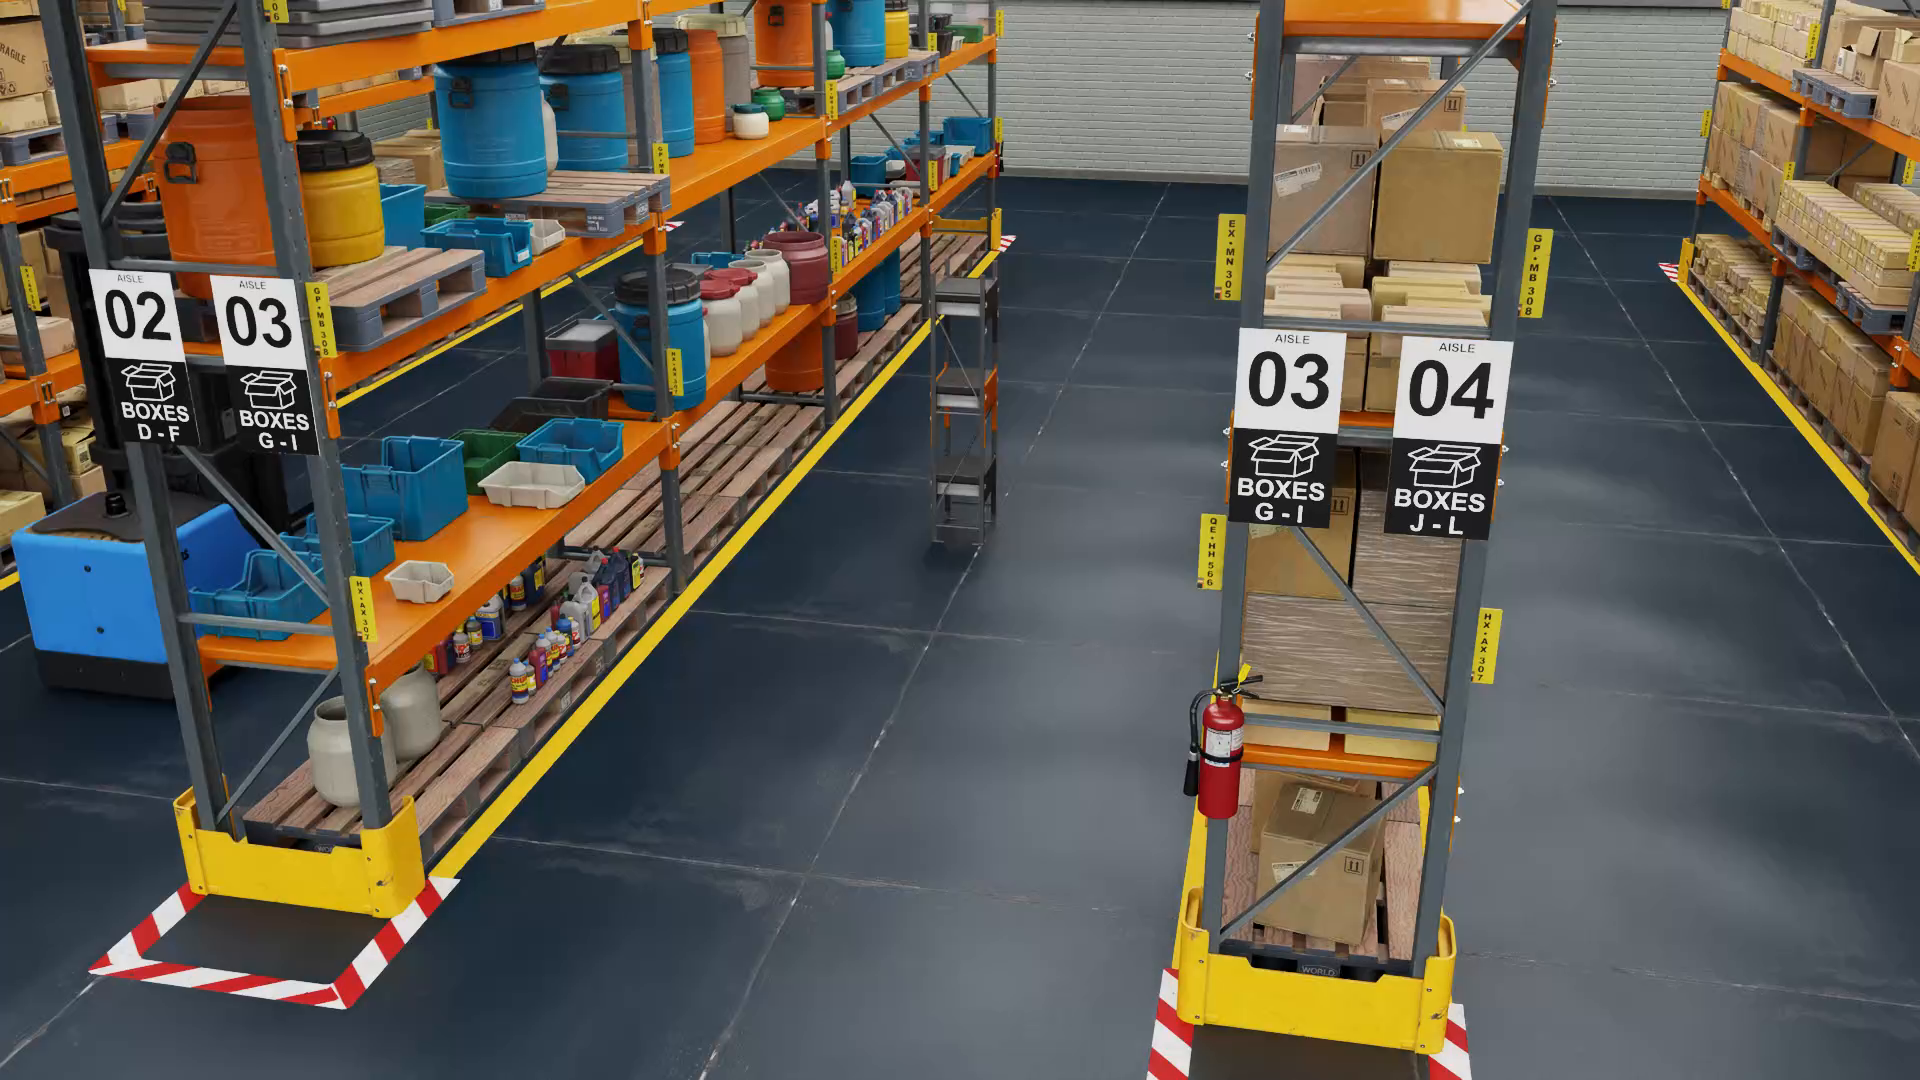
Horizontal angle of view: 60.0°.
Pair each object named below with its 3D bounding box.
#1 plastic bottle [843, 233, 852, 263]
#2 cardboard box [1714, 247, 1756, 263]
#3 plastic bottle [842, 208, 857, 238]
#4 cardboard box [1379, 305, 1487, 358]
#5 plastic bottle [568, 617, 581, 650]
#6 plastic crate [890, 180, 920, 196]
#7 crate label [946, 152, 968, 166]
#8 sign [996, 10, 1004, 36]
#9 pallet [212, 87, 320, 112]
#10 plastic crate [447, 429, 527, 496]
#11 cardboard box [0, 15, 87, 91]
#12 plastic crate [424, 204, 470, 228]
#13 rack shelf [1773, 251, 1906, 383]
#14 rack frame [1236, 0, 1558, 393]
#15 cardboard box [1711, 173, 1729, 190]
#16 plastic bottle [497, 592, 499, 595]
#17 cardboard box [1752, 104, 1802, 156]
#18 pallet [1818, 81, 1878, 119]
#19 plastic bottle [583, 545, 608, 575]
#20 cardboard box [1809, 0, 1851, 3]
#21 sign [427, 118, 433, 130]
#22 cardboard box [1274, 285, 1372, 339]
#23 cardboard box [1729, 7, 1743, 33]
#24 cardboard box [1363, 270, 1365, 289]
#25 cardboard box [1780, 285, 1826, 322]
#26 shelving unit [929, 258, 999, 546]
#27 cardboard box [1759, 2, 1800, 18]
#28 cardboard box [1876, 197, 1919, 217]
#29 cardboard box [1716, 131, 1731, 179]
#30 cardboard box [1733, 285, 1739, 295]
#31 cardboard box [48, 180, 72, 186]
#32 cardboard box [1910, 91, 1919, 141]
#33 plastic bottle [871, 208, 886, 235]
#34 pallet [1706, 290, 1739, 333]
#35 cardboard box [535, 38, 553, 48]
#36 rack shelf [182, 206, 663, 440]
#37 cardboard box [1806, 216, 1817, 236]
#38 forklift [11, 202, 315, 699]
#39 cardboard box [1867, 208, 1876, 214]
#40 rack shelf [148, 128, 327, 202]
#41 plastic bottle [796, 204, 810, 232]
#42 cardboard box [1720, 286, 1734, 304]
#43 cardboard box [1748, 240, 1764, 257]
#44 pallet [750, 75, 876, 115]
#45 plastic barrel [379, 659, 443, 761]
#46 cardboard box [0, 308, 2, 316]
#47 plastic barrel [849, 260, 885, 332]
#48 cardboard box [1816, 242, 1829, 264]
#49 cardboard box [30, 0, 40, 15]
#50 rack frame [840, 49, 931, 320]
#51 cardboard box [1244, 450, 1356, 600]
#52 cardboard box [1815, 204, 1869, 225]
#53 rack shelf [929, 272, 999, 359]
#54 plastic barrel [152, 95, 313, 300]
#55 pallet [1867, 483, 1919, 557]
[{"bbox_3d":[-1.085,-2.815,15.983,0.061,0.283,0.133,4,22,11],"label":"plastic bottle"},{"bbox_3d":[9.136,-3.347,19.606,0.380,0.149,0.250,3,22,8],"label":"cardboard box"},{"bbox_3d":[-1.108,-3.159,16.748,0.144,0.351,0.185,4,22,11],"label":"plastic bottle"},{"bbox_3d":[1.843,-0.807,6.494,0.380,0.149,0.250,4,22,11],"label":"cardboard box"},{"bbox_3d":[-2.461,0.587,10.539,0.097,0.201,0.097,0,22,0],"label":"plastic bottle"},{"bbox_3d":[-0.605,-4.048,19.163,0.396,0.136,0.243,4,22,11],"label":"plastic crate"},{"bbox_3d":[-0.119,-4.831,21.107,0.396,0.136,0.243,4,22,11],"label":"crate label"},{"bbox_3d":[0.518,-6.753,21.731,0.100,0.325,0.005,4,22,11],"label":"sign"},{"bbox_3d":[-6.555,-3.948,14.879,1.213,0.211,1.003,6,23,13],"label":"pallet"},{"bbox_3d":[-3.026,-0.484,10.325,0.450,0.188,0.662,4,22,11],"label":"plastic crate"},{"bbox_3d":[-7.063,-3.734,12.729,0.500,0.500,0.500,7,23,16],"label":"cardboard box"},{"bbox_3d":[-3.061,-1.794,9.562,0.336,0.188,0.450,4,22,11],"label":"plastic crate"},{"bbox_3d":[8.436,-2.126,15.079,1.077,0.370,4.000,4,22,11],"label":"rack shelf"},{"bbox_3d":[1.560,-2.000,5.774,1.000,3.000,0.127,4,22,11],"label":"rack frame"},{"bbox_3d":[9.154,-4.253,19.735,0.380,0.149,0.250,4,22,9],"label":"cardboard box"},{"bbox_3d":[-3.075,0.393,10.925,0.097,0.271,0.097,0,22,0],"label":"plastic bottle"},{"bbox_3d":[8.894,-4.407,17.910,0.500,0.500,0.500,5,22,12],"label":"cardboard box"},{"bbox_3d":[8.405,-3.898,14.753,1.213,0.211,1.003,4,22,11],"label":"pallet"},{"bbox_3d":[-2.463,0.214,11.265,0.144,0.351,0.185,4,22,11],"label":"plastic bottle"},{"bbox_3d":[9.734,-5.967,18.637,0.380,0.149,0.250,5,22,12],"label":"cardboard box"},{"bbox_3d":[-6.221,-4.802,19.604,0.100,0.325,0.005,4,22,11],"label":"sign"},{"bbox_3d":[1.479,-0.935,6.813,0.380,0.149,0.250,4,22,9],"label":"cardboard box"},{"bbox_3d":[9.314,-6.063,19.409,0.500,0.250,0.500,5,22,12],"label":"cardboard box"},{"bbox_3d":[1.622,-1.104,7.766,0.500,0.250,0.500,5,22,12],"label":"cardboard box"},{"bbox_3d":[8.435,-2.324,16.388,0.500,0.250,0.500,3,22,9],"label":"cardboard box"},{"bbox_3d":[0.034,-1.035,12.612,0.431,2.100,0.503,4,22,11],"label":"shelving unit"},{"bbox_3d":[9.028,-5.825,18.285,0.380,0.149,0.250,5,23,13],"label":"cardboard box"},{"bbox_3d":[8.791,-3.095,15.500,0.380,0.149,0.250,4,22,11],"label":"cardboard box"},{"bbox_3d":[9.214,-4.497,19.473,0.500,0.500,0.500,5,22,11],"label":"cardboard box"},{"bbox_3d":[8.932,-2.815,18.684,0.380,0.149,0.250,3,22,8],"label":"cardboard box"},{"bbox_3d":[-10.591,-4.374,19.140,0.500,0.500,0.500,4,22,11],"label":"cardboard box"},{"bbox_3d":[7.896,-3.394,13.116,0.500,0.500,0.500,4,22,11],"label":"cardboard box"},{"bbox_3d":[-0.856,-3.305,17.211,0.152,0.276,0.135,4,22,11],"label":"plastic bottle"},{"bbox_3d":[9.193,-2.593,19.010,1.003,0.211,1.213,4,22,11],"label":"pallet"},{"bbox_3d":[-5.241,-6.026,19.986,0.500,0.250,0.500,4,22,11],"label":"cardboard box"},{"bbox_3d":[-2.880,-1.384,9.222,1.077,0.370,4.000,4,22,11],"label":"rack shelf"},{"bbox_3d":[8.105,-2.915,15.451,0.380,0.149,0.250,5,23,13],"label":"cardboard box"},{"bbox_3d":[-4.961,-0.899,11.163,1.130,2.935,3.031,5,22,12],"label":"forklift"},{"bbox_3d":[8.850,-3.059,15.811,0.380,0.149,0.250,5,23,13],"label":"cardboard box"},{"bbox_3d":[-10.130,-5.136,22.555,1.077,0.370,4.000,4,22,11],"label":"rack shelf"},{"bbox_3d":[-1.620,-3.267,17.017,0.144,0.351,0.185,4,22,11],"label":"plastic bottle"},{"bbox_3d":[8.937,-2.792,19.025,0.380,0.149,0.250,4,22,11],"label":"cardboard box"},{"bbox_3d":[9.693,-3.502,19.990,0.380,0.149,0.250,5,22,12],"label":"cardboard box"},{"bbox_3d":[-1.404,-4.097,15.248,1.003,0.211,1.213,4,22,11],"label":"pallet"},{"bbox_3d":[-3.127,0.935,9.286,0.421,0.512,0.421,0,22,0],"label":"plastic barrel"},{"bbox_3d":[-7.166,-1.668,11.978,0.380,0.149,0.250,4,22,11],"label":"cardboard box"},{"bbox_3d":[-1.112,-2.748,17.909,0.600,0.901,0.708,4,22,11],"label":"plastic barrel"},{"bbox_3d":[7.998,-2.590,15.044,0.380,0.149,0.250,3,22,8],"label":"cardboard box"},{"bbox_3d":[-10.825,-6.067,19.165,0.700,0.500,0.500,3,22,8],"label":"cardboard box"},{"bbox_3d":[-0.840,-3.983,18.729,1.000,3.000,0.127,4,22,11],"label":"rack frame"},{"bbox_3d":[1.431,-0.085,7.180,0.500,0.500,0.500,4,22,11],"label":"cardboard box"},{"bbox_3d":[8.050,-2.963,15.173,0.380,0.149,0.250,5,23,13],"label":"cardboard box"},{"bbox_3d":[0.034,-1.671,12.355,0.431,0.518,0.480,4,22,11],"label":"rack shelf"},{"bbox_3d":[-3.314,-1.568,7.578,0.600,0.830,0.708,4,22,11],"label":"plastic barrel"},{"bbox_3d":[7.793,-0.152,12.948,1.003,0.211,1.213,4,22,11],"label":"pallet"}]
